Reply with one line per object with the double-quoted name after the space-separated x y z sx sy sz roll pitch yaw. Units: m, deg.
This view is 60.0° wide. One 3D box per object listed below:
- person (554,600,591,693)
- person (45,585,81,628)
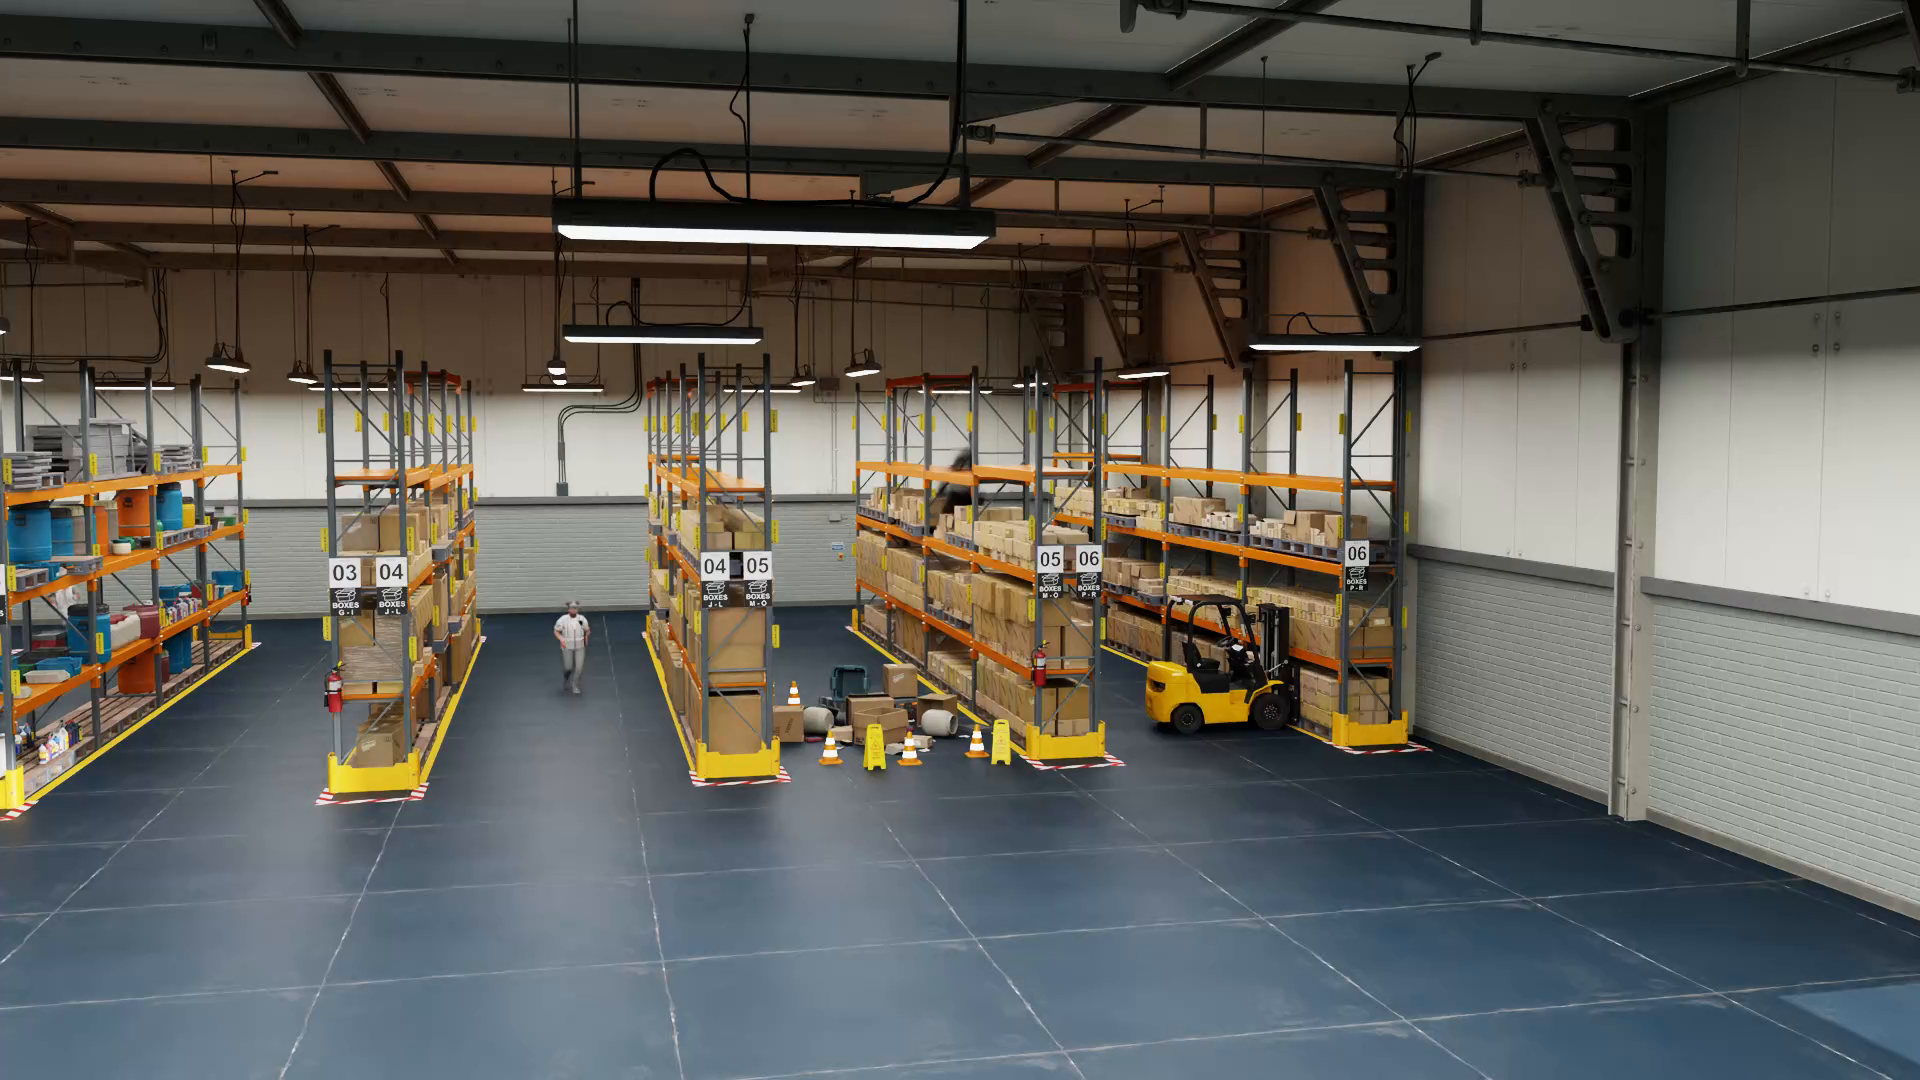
-7.180 1.981 30.913 0.658 1.733 0.618 -2 4 -23 "person"
-19.556 1.596 36.347 0.763 1.801 0.661 4 5 43 "person"
